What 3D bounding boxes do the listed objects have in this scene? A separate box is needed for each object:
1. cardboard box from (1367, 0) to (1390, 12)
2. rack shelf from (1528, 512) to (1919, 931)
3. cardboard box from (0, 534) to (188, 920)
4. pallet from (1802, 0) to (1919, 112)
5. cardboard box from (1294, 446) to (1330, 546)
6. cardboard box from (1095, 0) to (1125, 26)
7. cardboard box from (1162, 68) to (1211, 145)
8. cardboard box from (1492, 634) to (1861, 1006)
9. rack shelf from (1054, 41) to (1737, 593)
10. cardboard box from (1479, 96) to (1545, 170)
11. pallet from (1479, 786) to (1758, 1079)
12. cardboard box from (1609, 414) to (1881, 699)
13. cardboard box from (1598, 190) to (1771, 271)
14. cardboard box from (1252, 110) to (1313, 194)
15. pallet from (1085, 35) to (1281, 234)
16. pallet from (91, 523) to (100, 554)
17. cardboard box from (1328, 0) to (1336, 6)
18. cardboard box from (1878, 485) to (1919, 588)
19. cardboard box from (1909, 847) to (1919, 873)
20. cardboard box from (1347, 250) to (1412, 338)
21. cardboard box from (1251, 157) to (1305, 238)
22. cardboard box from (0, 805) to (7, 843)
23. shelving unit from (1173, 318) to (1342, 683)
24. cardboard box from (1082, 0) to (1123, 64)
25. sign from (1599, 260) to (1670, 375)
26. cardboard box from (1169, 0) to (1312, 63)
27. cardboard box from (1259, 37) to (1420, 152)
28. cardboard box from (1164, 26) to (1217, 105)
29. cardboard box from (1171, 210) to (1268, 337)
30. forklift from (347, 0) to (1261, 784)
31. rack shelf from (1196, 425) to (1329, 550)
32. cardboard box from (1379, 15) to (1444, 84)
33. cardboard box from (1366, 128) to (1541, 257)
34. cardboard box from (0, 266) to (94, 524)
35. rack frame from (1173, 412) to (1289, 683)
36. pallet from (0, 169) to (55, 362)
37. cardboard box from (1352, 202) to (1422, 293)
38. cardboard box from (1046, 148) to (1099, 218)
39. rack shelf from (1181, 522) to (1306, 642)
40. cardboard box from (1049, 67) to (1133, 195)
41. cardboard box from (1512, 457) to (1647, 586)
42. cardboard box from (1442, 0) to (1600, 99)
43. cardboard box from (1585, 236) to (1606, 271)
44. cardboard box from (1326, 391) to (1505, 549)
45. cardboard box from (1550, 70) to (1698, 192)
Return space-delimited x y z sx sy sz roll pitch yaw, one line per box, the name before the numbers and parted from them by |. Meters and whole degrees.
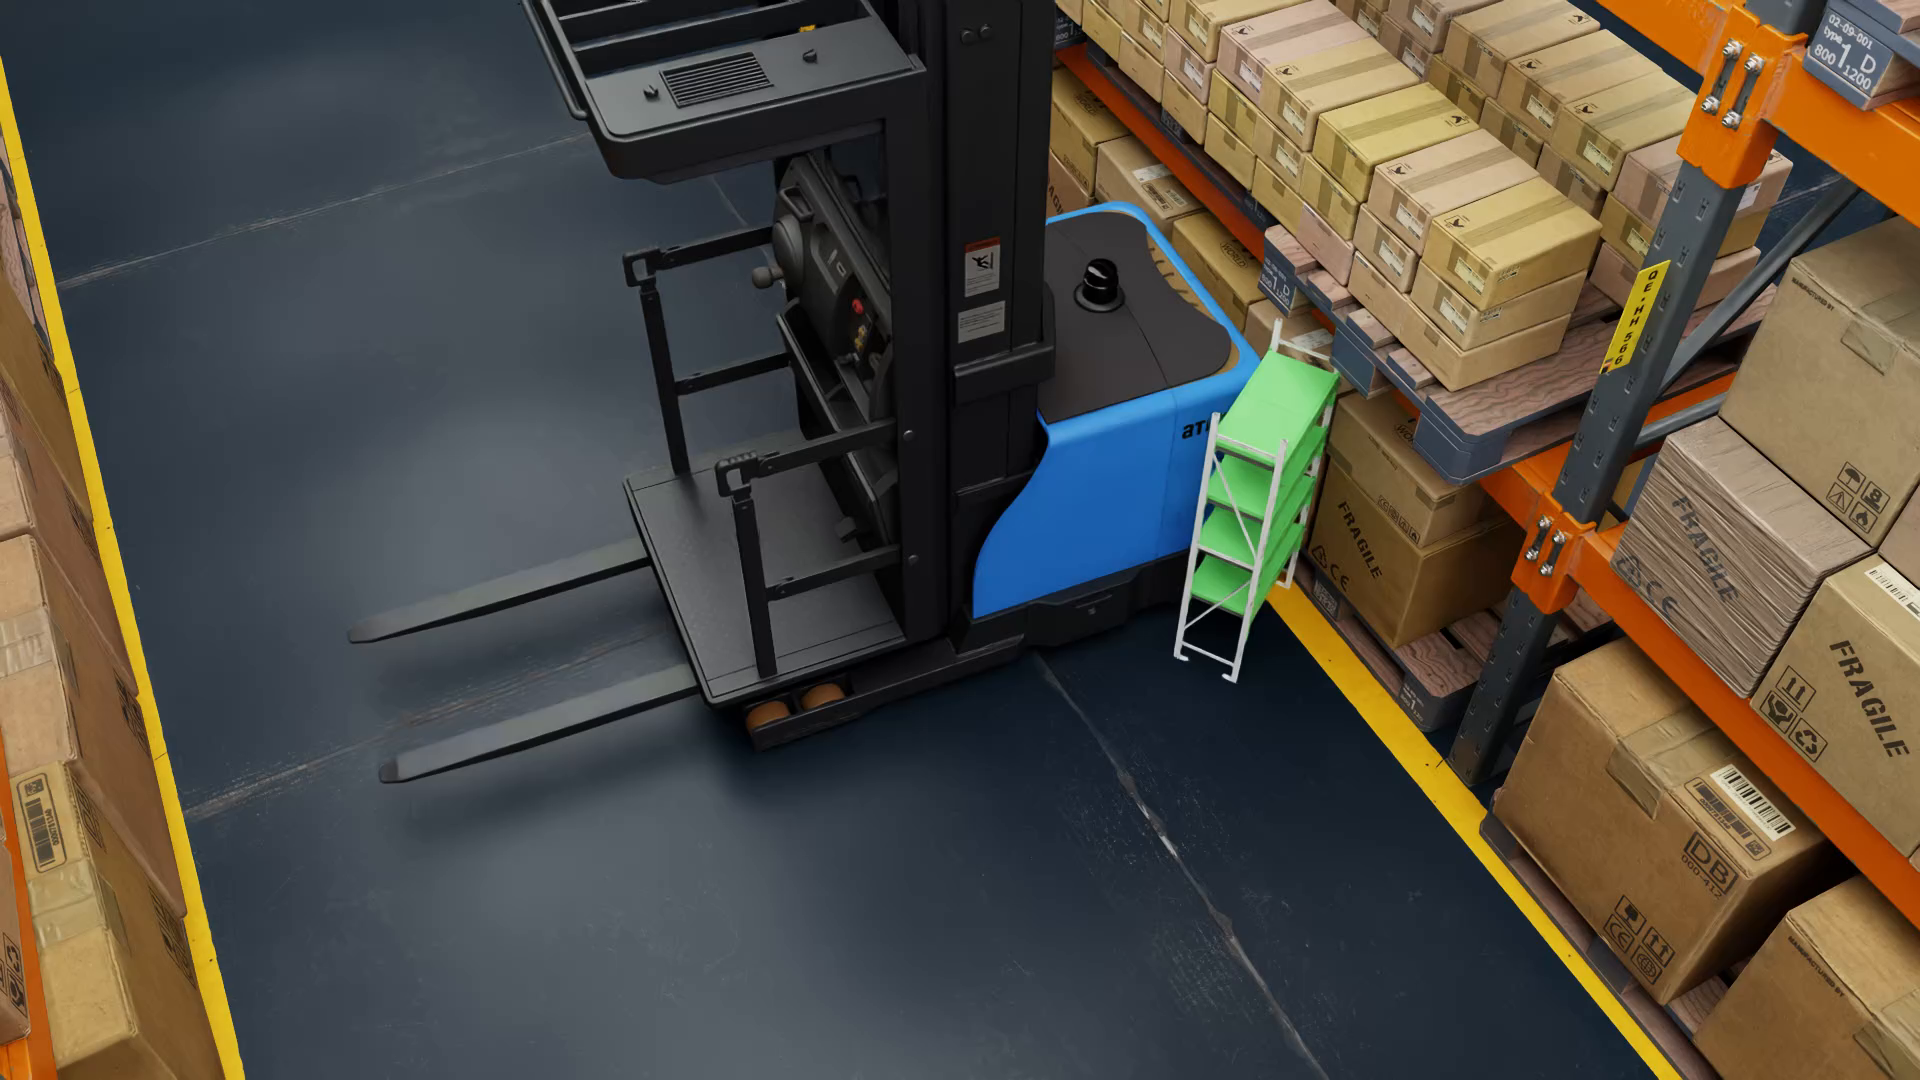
cardboard box | 1.463 -1.878 5.393 0.380 0.149 0.250 -20 52 -16
rack shelf | 3.020 1.204 3.682 1.077 0.370 4.000 -21 52 -18
cardboard box | -3.050 0.762 4.723 1.225 0.875 0.875 -21 52 -17
pallet | 2.446 -0.885 3.164 1.213 0.211 1.003 -19 51 -16
cardboard box | 1.337 -0.386 5.977 0.500 0.500 0.500 -19 52 -16
cardboard box | 0.650 -1.904 5.613 0.380 0.149 0.250 -22 52 -18
cardboard box | 0.888 -1.460 5.422 0.380 0.149 0.250 -20 52 -16
cardboard box | 2.303 0.669 4.888 1.050 0.750 0.750 -22 52 -18
rack shelf | 1.189 -1.474 6.024 1.077 0.370 4.000 -21 52 -18
cardboard box | 1.811 -1.276 5.064 0.380 0.149 0.250 -23 53 -19
pallet | 2.398 1.100 5.148 1.003 0.211 1.213 -21 52 -18
cardboard box | 2.070 -0.011 4.201 0.500 0.500 0.500 -21 52 -17
cardboard box | 2.062 -0.918 4.750 0.380 0.149 0.250 -19 52 -16
cardboard box | 1.113 -1.220 5.015 0.380 0.149 0.250 -21 52 -17
pallet | 1.162 -1.619 5.801 1.003 0.211 1.213 -21 52 -18
pallet | -3.762 0.000 6.110 1.003 0.211 1.213 -21 52 -18
cardboard box | 1.344 -1.959 5.661 0.380 0.149 0.250 -19 52 -16
cardboard box | 2.534 -0.092 3.607 0.700 0.500 0.500 -22 52 -18
cardboard box | 2.536 0.666 3.609 0.500 0.500 0.500 -21 52 -18
cardboard box | 1.358 -0.766 4.815 0.380 0.149 0.250 -21 52 -18
cardboard box | 1.129 -1.106 5.113 0.380 0.149 0.250 -22 52 -18
cardboard box | -2.570 0.473 3.777 0.500 0.500 0.500 -22 53 -18
shelving unit | 0.985 -0.102 5.542 0.258 1.200 0.503 23 53 19
cardboard box | 0.648 -1.810 5.729 0.380 0.149 0.250 -22 52 -18
sign | 1.626 -0.534 4.007 0.100 0.325 0.005 -21 52 -18
cardboard box | 0.883 -1.660 5.201 0.380 0.149 0.250 -19 51 -16
cardboard box | 1.114 -1.315 4.900 0.380 0.149 0.250 -20 52 -16
cardboard box | 0.882 -1.562 5.313 0.380 0.149 0.250 -20 52 -17
cardboard box | 1.099 -0.981 5.999 0.500 0.250 0.500 -20 52 -17
forklift | -0.570 -0.717 4.930 3.031 2.935 1.130 -17 51 -15
rack shelf | 0.985 -0.218 5.409 0.258 0.148 0.480 23 53 19
cardboard box | 1.582 -1.612 5.357 0.380 0.149 0.250 -21 52 -17
cardboard box | 1.360 -0.962 4.592 0.380 0.149 0.250 -22 52 -18
cardboard box | -3.872 -0.426 5.762 1.225 0.875 0.875 -21 52 -17
rack frame | 0.864 0.058 5.403 0.240 1.200 0.015 23 53 19
pallet | -4.461 -1.026 7.007 1.003 0.211 1.213 -21 52 -18
cardboard box | 1.350 -0.877 4.715 0.380 0.149 0.250 -19 52 -16
cardboard box | 0.620 -1.425 6.885 0.500 0.500 0.500 -19 52 -16
rack shelf | 0.984 0.097 5.771 0.258 0.148 0.480 23 53 19
cardboard box | 0.623 -1.670 6.601 0.500 0.250 0.500 -20 52 -17
cardboard box | 2.008 -0.248 5.856 0.500 0.500 0.500 -23 53 -19
cardboard box | 1.711 -1.521 5.081 0.380 0.149 0.250 -23 53 -19
cardboard box | 1.957 -0.976 4.999 0.380 0.149 0.250 -19 51 -16
cardboard box | 1.559 -0.302 5.404 0.500 0.250 0.500 -22 52 -18
cardboard box | 1.940 -1.178 4.780 0.380 0.149 0.250 -22 53 -18
